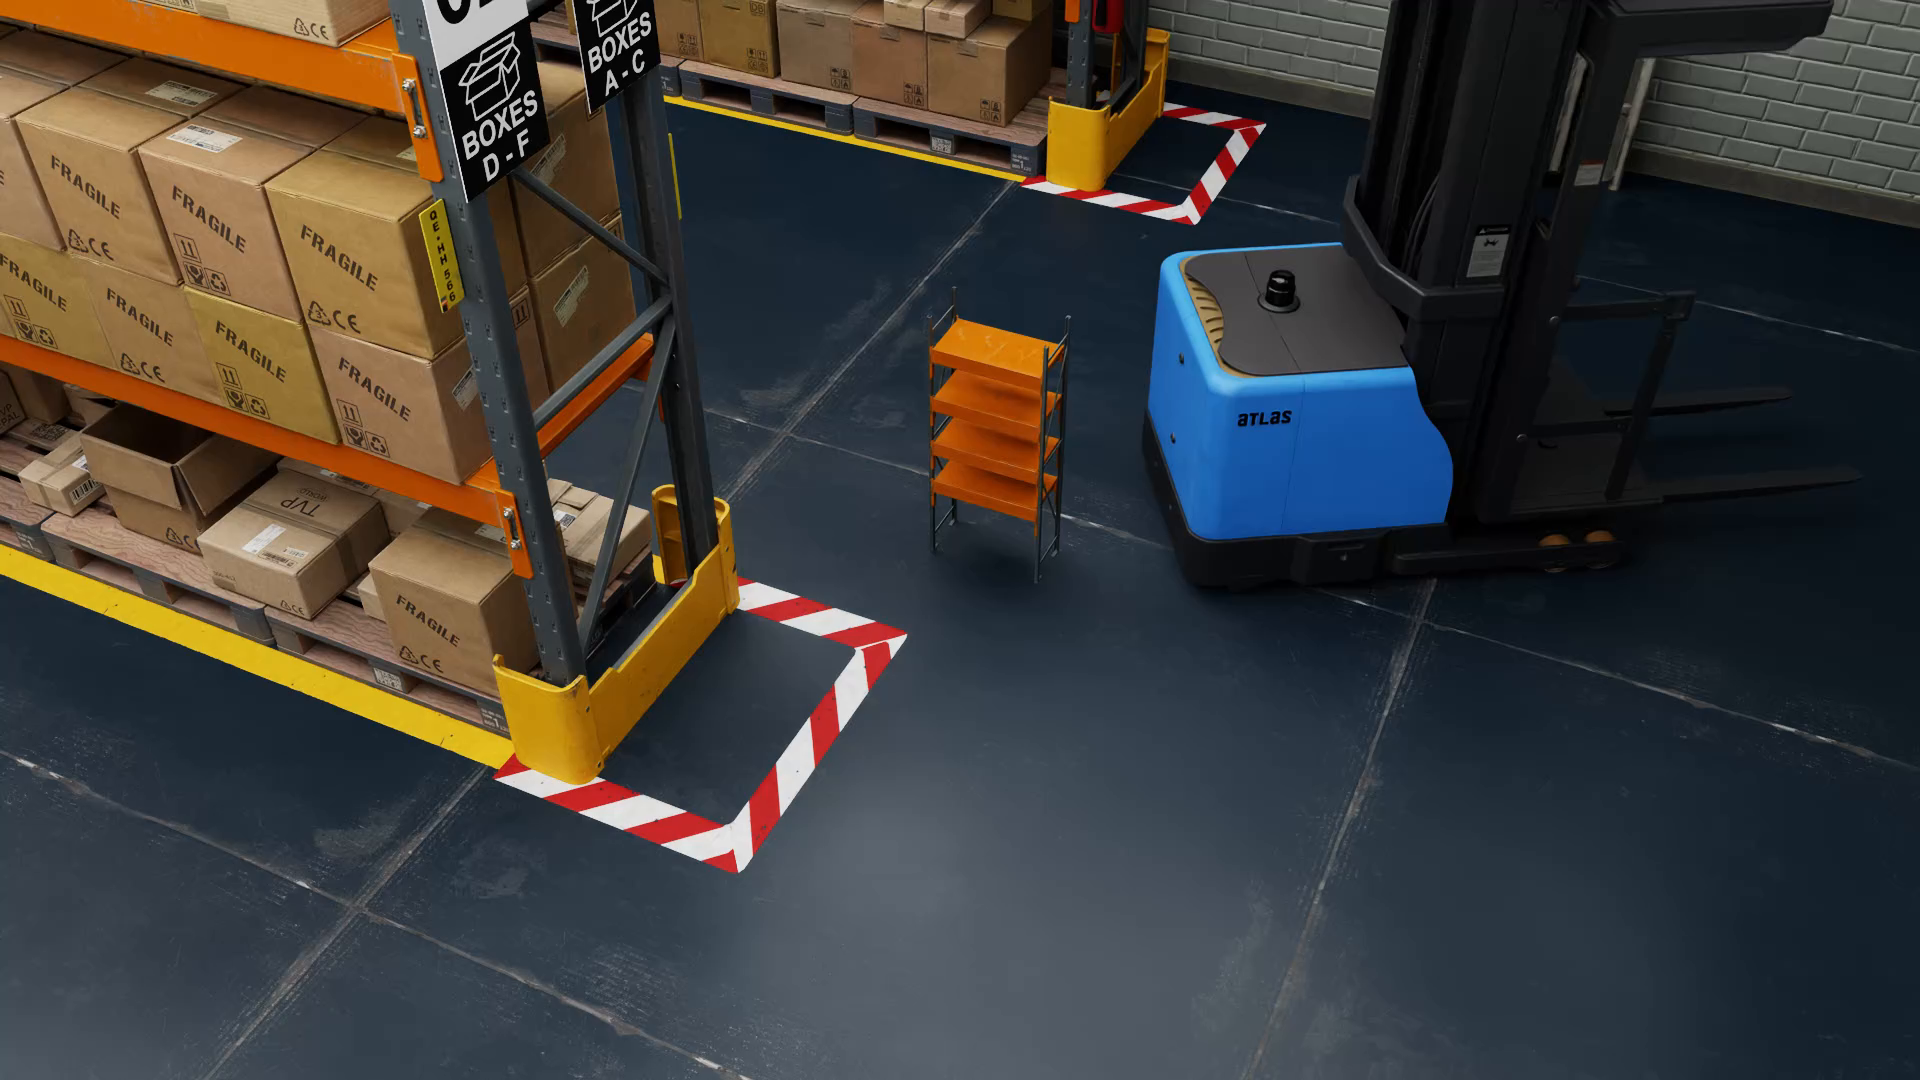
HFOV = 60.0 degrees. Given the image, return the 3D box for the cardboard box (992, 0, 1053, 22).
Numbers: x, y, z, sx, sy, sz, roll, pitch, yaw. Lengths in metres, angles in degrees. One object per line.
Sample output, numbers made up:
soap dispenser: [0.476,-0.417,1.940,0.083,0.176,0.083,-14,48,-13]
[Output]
cardboard box: [0.380,-3.198,9.742,0.250,0.149,0.380,17,44,19]

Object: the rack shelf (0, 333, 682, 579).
rack shelf: [-3.044,-0.861,6.502,4.000,0.370,1.077,17,44,19]

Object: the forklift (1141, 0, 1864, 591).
forklift: [2.385,-1.311,6.524,3.031,2.935,1.130,-4,41,-5]

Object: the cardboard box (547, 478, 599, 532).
cardboard box: [-1.693,-0.064,6.861,0.250,0.166,0.380,17,44,19]

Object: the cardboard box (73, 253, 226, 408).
cardboard box: [-2.674,-0.862,5.878,0.500,0.500,0.500,17,44,19]

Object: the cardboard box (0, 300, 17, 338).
cardboard box: [-3.592,-1.142,6.201,0.500,0.500,0.500,17,44,18]

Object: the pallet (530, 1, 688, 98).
pallet: [-2.110,-3.317,10.916,1.213,0.211,1.003,17,44,19]

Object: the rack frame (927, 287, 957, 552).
rack frame: [-0.071,-0.475,6.882,0.015,1.200,0.240,17,44,19]

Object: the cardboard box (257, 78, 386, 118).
cardboard box: [-2.000,-1.414,5.752,0.500,0.500,0.500,17,44,19]

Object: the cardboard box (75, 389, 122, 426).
cardboard box: [-3.541,-0.640,7.415,0.500,0.311,0.500,17,44,19]

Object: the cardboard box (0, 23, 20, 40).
cardboard box: [-3.615,-1.520,5.873,0.500,0.500,0.500,16,43,17]

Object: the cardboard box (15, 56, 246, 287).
cardboard box: [-2.682,-1.235,5.545,0.500,0.500,0.500,18,44,20]

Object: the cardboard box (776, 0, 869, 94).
cardboard box: [-0.727,-3.146,10.178,0.500,0.500,0.700,16,43,17]

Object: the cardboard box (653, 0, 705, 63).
cardboard box: [-1.678,-3.433,10.509,0.500,0.500,0.700,17,44,18]

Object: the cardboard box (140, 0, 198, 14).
cardboard box: [-2.257,-1.787,4.845,0.500,0.250,0.500,17,44,19]

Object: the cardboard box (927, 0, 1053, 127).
cardboard box: [0.182,-2.869,9.858,0.500,0.500,0.700,17,44,19]

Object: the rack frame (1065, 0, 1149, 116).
rack frame: [0.859,-3.520,9.021,0.127,3.000,1.000,17,44,19]

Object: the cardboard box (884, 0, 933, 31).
cardboard box: [-0.243,-3.112,9.643,0.250,0.149,0.380,18,44,20]

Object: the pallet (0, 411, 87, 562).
pallet: [-4.235,-0.442,7.599,1.213,0.211,1.003,17,44,19]

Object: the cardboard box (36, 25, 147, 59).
cardboard box: [-2.912,-1.696,6.077,0.500,0.500,0.500,17,44,18]

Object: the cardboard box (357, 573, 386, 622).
cardboard box: [-2.158,0.155,6.608,0.250,0.166,0.380,17,44,19]

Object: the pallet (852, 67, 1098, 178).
pallet: [0.101,-2.642,10.137,1.213,0.211,1.003,17,44,19]

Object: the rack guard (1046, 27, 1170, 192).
rack guard: [0.881,-2.569,9.832,0.348,0.500,1.175,17,44,19]

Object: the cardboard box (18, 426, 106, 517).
cardboard box: [-3.780,-0.304,7.138,0.250,0.166,0.380,17,44,19]

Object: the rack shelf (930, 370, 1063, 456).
rack shelf: [0.150,-0.526,6.702,0.480,0.148,0.258,17,44,19]

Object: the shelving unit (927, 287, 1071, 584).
shelving unit: [0.150,-0.408,6.804,0.503,1.200,0.258,17,44,19]

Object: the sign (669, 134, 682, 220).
sign: [-1.003,-1.228,5.716,0.005,0.325,0.100,17,44,19]

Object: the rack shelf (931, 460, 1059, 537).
rack shelf: [0.150,-0.207,6.978,0.480,0.148,0.258,17,44,19]

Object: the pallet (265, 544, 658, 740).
pallet: [-2.024,0.234,6.820,1.213,0.211,1.003,17,44,19]

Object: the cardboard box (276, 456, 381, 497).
cardboard box: [-2.511,-0.302,7.072,0.500,0.250,0.500,17,44,19]

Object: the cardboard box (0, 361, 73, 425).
cardboard box: [-4.221,-0.919,7.593,0.500,0.500,0.500,17,44,19]

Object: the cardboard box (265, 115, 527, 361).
cardboard box: [-1.752,-0.955,5.222,0.500,0.500,0.500,17,44,18]

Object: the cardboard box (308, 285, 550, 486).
cardboard box: [-1.753,-0.579,5.552,0.500,0.500,0.500,18,44,20]

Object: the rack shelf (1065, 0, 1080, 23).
rack shelf: [-0.953,-3.802,9.896,4.000,0.370,1.077,17,44,19]

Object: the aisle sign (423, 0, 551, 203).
aisle sign: [-1.300,-1.361,4.545,0.004,0.787,0.394,17,44,19]
